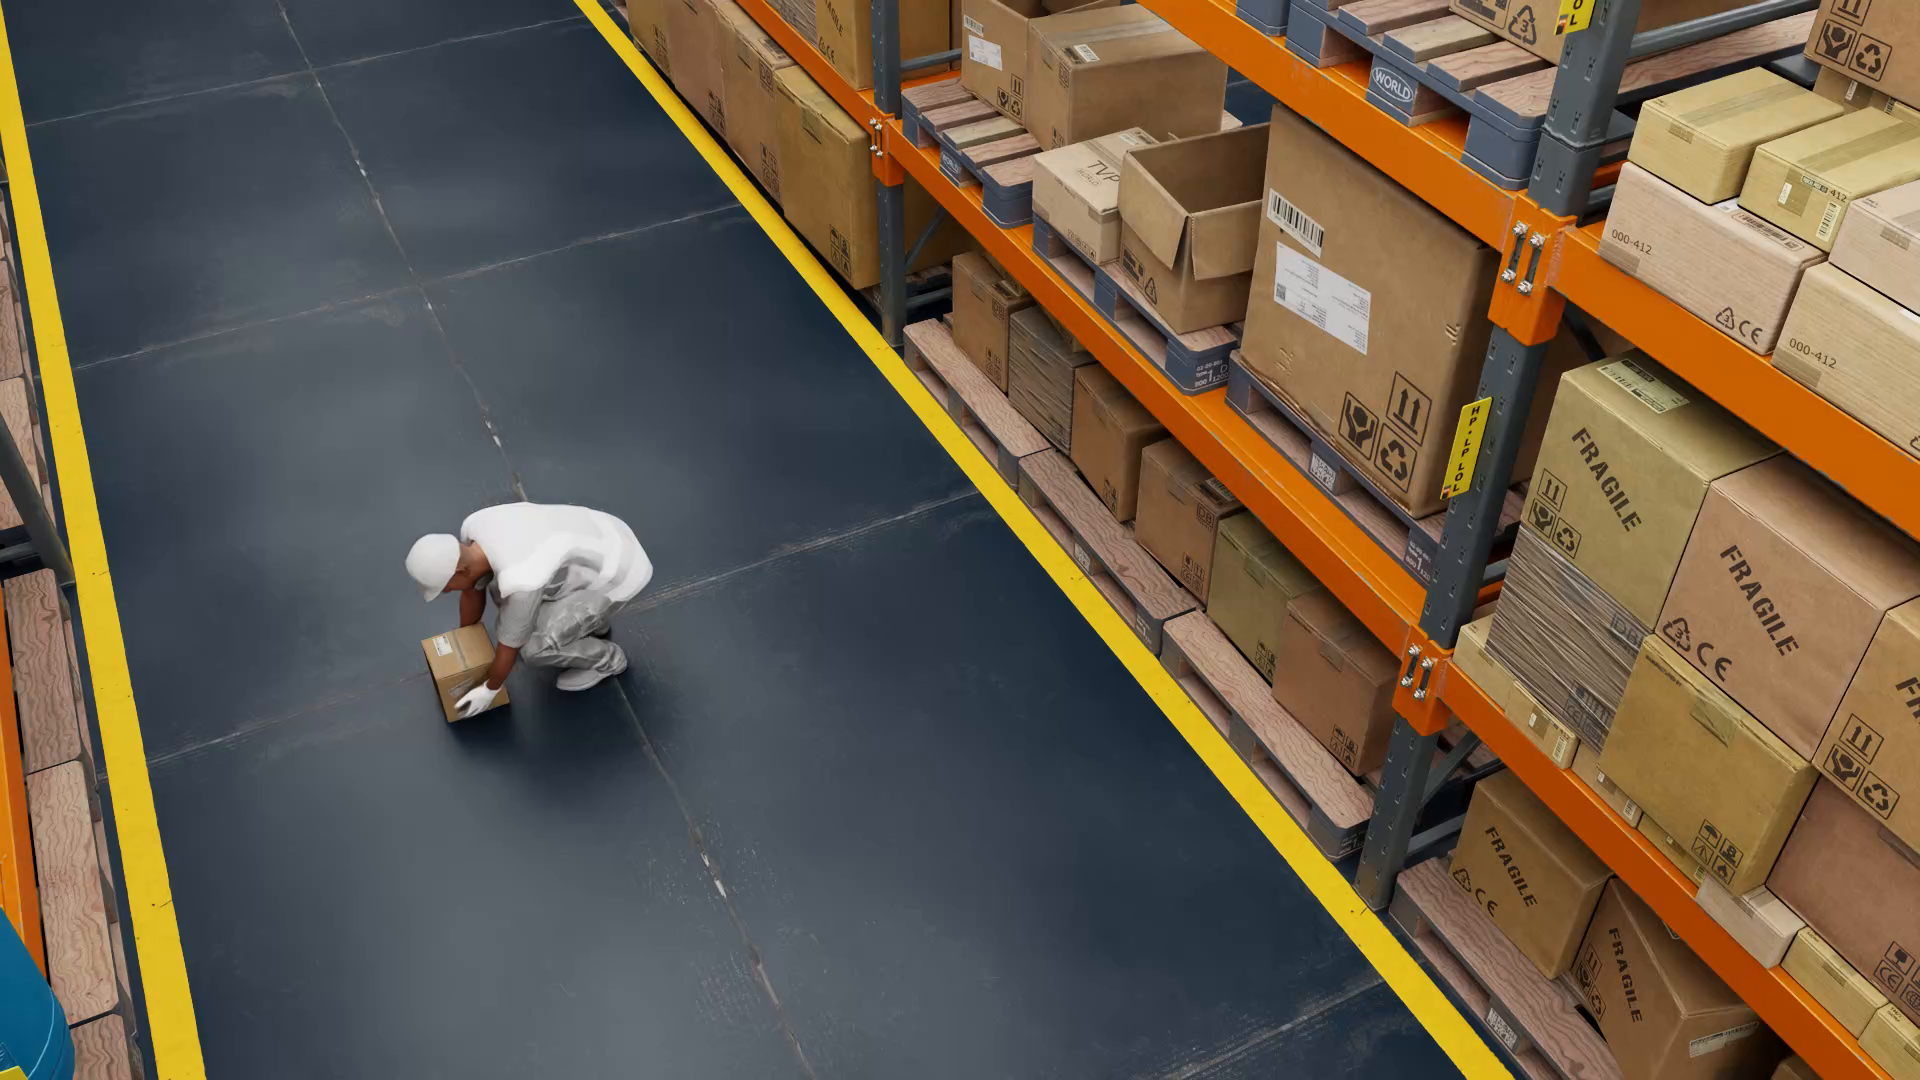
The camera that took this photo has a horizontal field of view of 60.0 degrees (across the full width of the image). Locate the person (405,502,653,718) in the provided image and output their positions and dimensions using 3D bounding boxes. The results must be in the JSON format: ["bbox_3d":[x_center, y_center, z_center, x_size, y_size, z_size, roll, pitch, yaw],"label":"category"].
[{"bbox_3d":[-1.674,0.205,6.596,0.907,0.886,0.576,-19,44,-20],"label":"person"}]
